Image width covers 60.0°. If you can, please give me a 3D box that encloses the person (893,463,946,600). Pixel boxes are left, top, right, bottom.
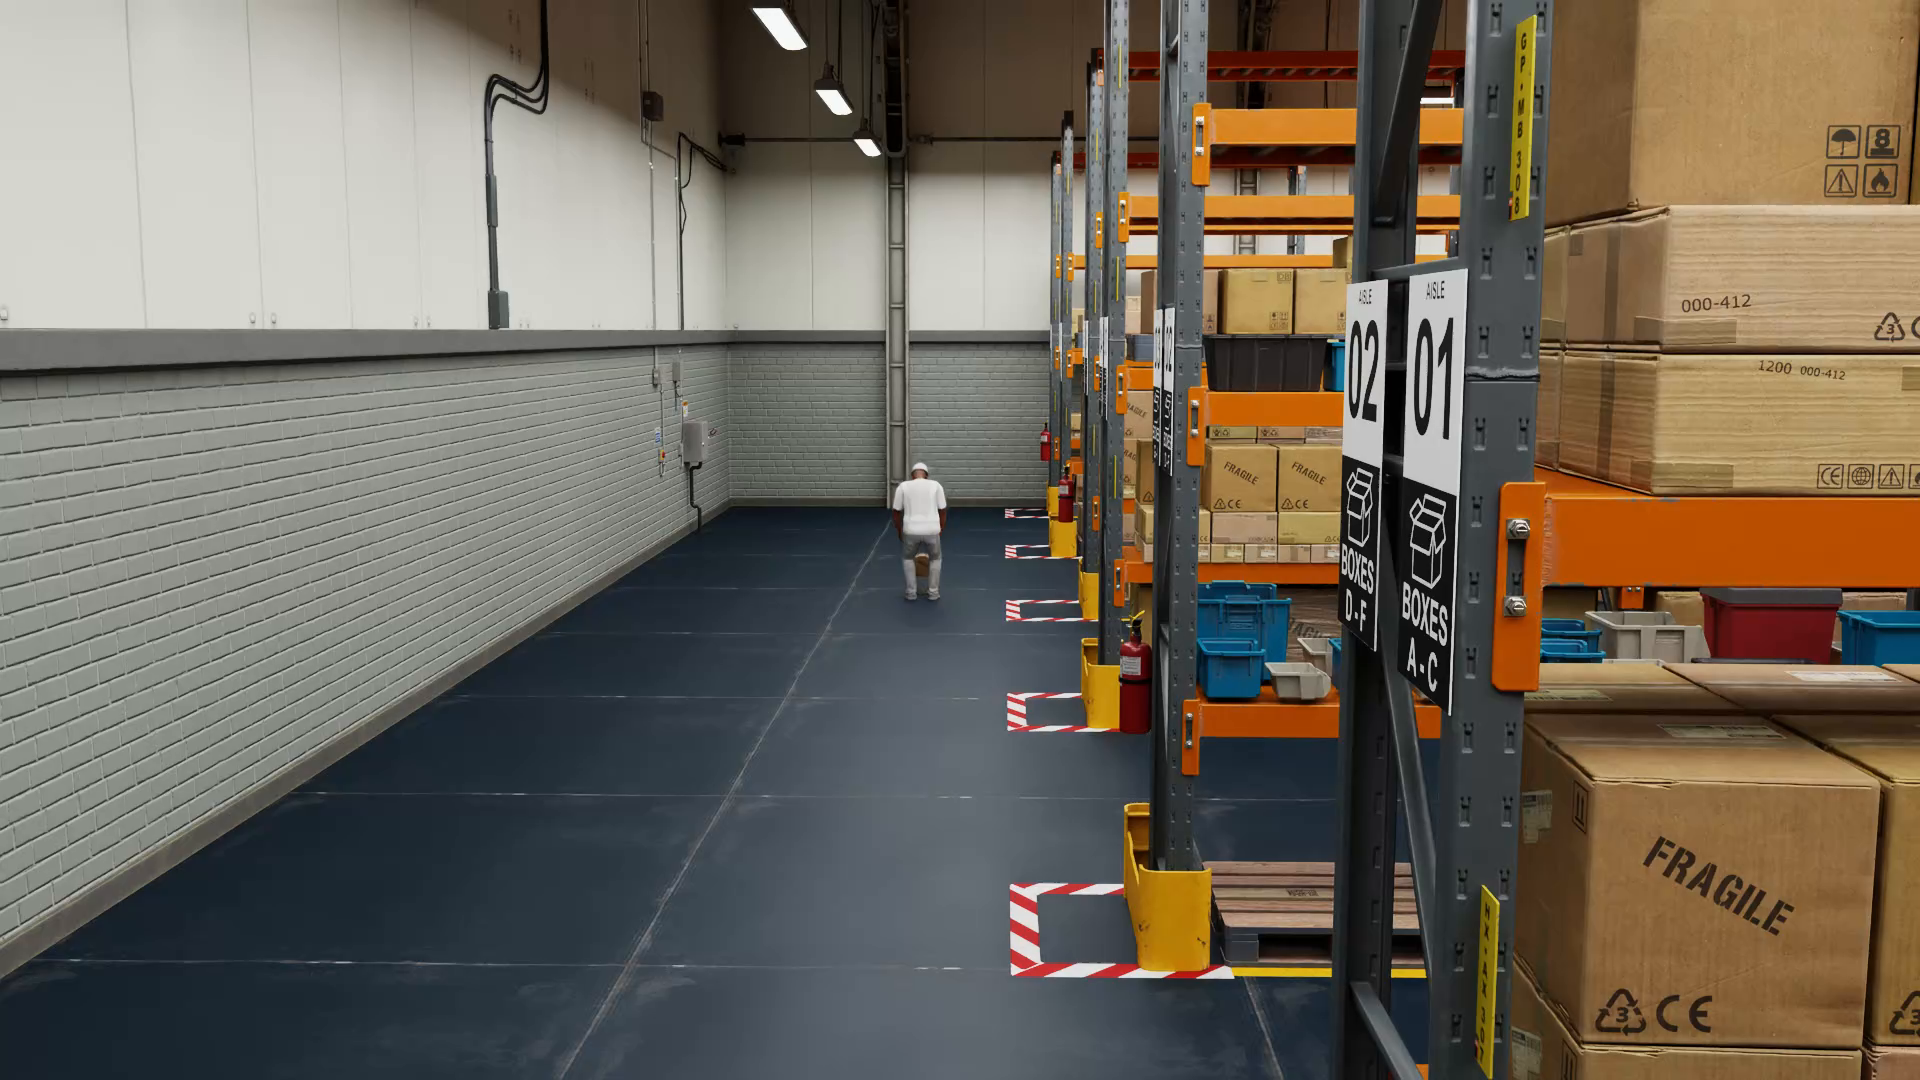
[{"bbox_3d":[-0.471,-0.097,19.267,0.622,1.563,0.644,0,7,2],"label":"person"}]
